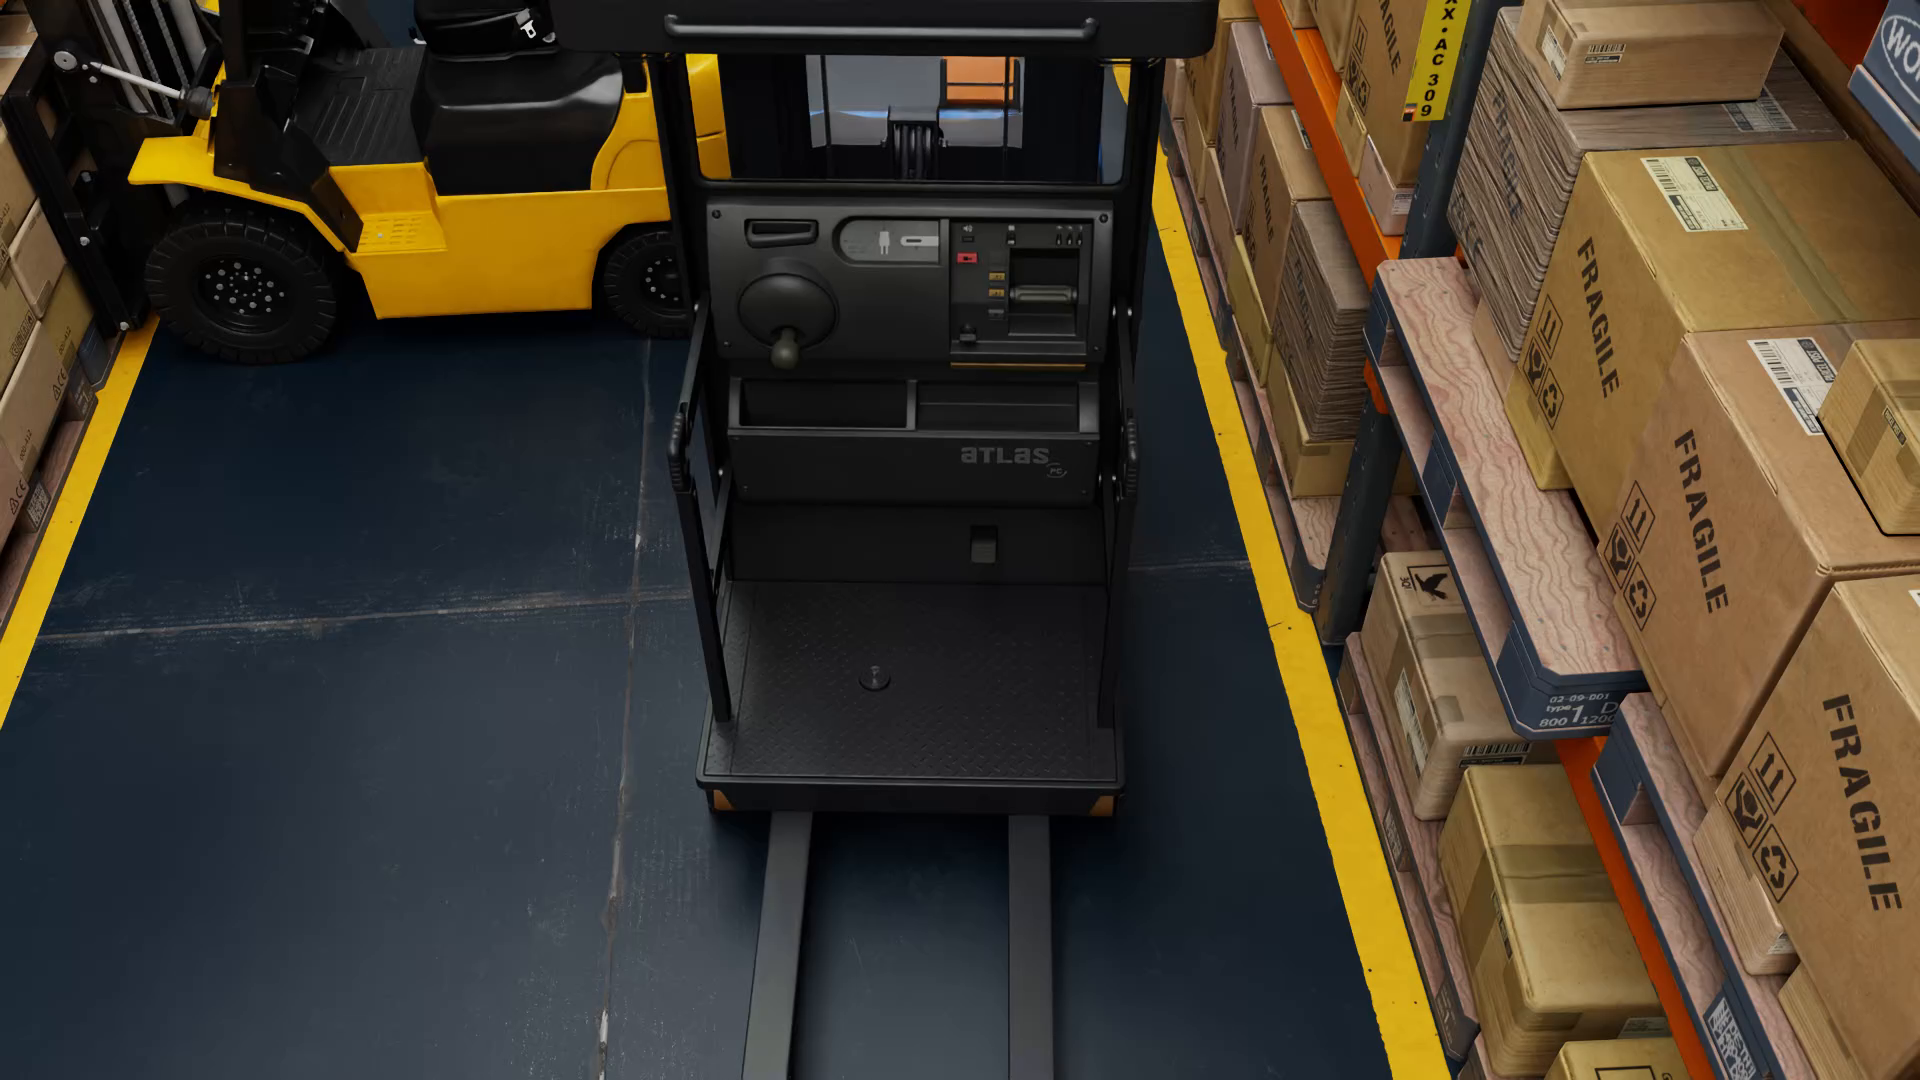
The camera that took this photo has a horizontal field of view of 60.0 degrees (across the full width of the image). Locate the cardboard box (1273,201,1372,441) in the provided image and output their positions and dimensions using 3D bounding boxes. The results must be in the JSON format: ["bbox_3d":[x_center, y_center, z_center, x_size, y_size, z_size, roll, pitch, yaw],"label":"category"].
[{"bbox_3d":[1.254,-0.655,4.892,0.500,0.500,0.500,-4,47,-4],"label":"cardboard box"}]

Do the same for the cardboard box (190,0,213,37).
[{"bbox_3d":[-3.356,-2.254,6.923,0.500,0.250,0.500,-3,47,-3],"label":"cardboard box"}]

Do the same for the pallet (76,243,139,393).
[{"bbox_3d":[-3.505,-0.985,6.038,1.003,0.211,1.213,-3,47,-3],"label":"pallet"}]

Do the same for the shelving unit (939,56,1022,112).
[{"bbox_3d":[0.065,-1.194,5.552,0.258,1.200,0.503,1,46,1],"label":"shelving unit"}]

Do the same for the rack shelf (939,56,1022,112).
[{"bbox_3d":[0.065,-1.466,5.269,0.258,0.148,0.480,1,46,1],"label":"rack shelf"}]

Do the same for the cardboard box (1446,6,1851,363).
[{"bbox_3d":[1.324,-0.710,3.294,0.500,0.500,0.500,-2,47,-2],"label":"cardboard box"}]

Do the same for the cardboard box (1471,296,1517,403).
[{"bbox_3d":[1.302,-0.425,3.470,0.380,0.149,0.250,-3,47,-3],"label":"cardboard box"}]

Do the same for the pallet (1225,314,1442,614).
[{"bbox_3d":[1.479,-0.311,5.399,1.003,0.211,1.213,-3,47,-3],"label":"pallet"}]

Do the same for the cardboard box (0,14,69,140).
[{"bbox_3d":[-3.225,-1.504,5.524,0.500,0.250,0.500,-4,47,-4],"label":"cardboard box"}]

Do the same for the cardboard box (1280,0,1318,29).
[{"bbox_3d":[1.152,-1.649,4.918,0.380,0.149,0.250,-4,47,-4],"label":"cardboard box"}]

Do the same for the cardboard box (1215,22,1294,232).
[{"bbox_3d":[1.165,-1.392,5.590,0.500,0.500,0.500,-1,47,-1],"label":"cardboard box"}]

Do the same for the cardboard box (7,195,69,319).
[{"bbox_3d":[-3.183,-0.950,5.344,0.500,0.250,0.500,-4,47,-4],"label":"cardboard box"}]

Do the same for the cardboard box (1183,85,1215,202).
[{"bbox_3d":[1.121,-1.515,6.223,0.500,0.250,0.500,-1,47,-1],"label":"cardboard box"}]

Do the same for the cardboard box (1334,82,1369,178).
[{"bbox_3d":[1.212,-1.094,4.393,0.380,0.149,0.250,-3,47,-2],"label":"cardboard box"}]

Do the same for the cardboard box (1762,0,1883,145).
[{"bbox_3d":[1.838,-0.747,3.328,0.500,0.500,0.500,-4,47,-4],"label":"cardboard box"}]

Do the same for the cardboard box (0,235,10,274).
[{"bbox_3d":[-3.136,-0.764,4.824,0.500,0.250,0.500,-3,47,-3],"label":"cardboard box"}]

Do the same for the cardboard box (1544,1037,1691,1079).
[{"bbox_3d":[1.740,1.375,3.402,0.950,0.372,0.625,-2,47,-2],"label":"cardboard box"}]

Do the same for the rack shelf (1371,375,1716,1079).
[{"bbox_3d":[1.738,0.908,2.819,1.077,0.370,4.000,-3,47,-3],"label":"rack shelf"}]

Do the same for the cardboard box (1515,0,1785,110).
[{"bbox_3d":[1.258,-0.928,3.054,0.380,0.149,0.250,-4,47,-3],"label":"cardboard box"}]

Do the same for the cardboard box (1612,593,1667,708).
[{"bbox_3d":[1.394,0.145,2.930,0.380,0.149,0.250,-3,47,-3],"label":"cardboard box"}]

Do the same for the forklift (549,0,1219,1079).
[{"bbox_3d":[-0.117,-0.493,3.698,1.130,2.935,3.031,1,47,1],"label":"forklift"}]

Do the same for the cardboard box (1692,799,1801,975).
[{"bbox_3d":[1.383,0.520,2.576,0.380,0.149,0.250,-2,47,-2],"label":"cardboard box"}]

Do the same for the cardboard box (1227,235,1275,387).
[{"bbox_3d":[1.199,-0.781,5.528,0.500,0.250,0.500,-5,47,-4],"label":"cardboard box"}]

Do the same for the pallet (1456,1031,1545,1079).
[{"bbox_3d":[1.742,1.621,3.570,1.003,0.211,1.213,-3,47,-3],"label":"pallet"}]

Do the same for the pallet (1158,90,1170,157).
[{"bbox_3d":[1.275,-2.076,7.071,1.003,0.211,1.213,-3,47,-3],"label":"pallet"}]

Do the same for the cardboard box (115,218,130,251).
[{"bbox_3d":[-3.225,-1.157,5.884,0.500,0.250,0.500,-2,47,-2],"label":"cardboard box"}]

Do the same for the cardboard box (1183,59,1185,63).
[{"bbox_3d":[1.078,-2.141,6.300,0.500,0.500,0.500,-5,47,-5],"label":"cardboard box"}]

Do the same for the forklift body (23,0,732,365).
[{"bbox_3d":[-1.734,-1.823,5.495,2.313,2.155,1.214,-3,47,-3],"label":"forklift body"}]

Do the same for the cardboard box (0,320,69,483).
[{"bbox_3d":[-3.144,-0.417,5.184,0.500,0.250,0.500,-4,47,-4],"label":"cardboard box"}]

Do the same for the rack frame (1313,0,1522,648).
[{"bbox_3d":[1.571,-0.786,3.928,1.000,3.000,0.127,-3,47,-3],"label":"rack frame"}]

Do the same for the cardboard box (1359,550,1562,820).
[{"bbox_3d":[1.617,0.352,4.371,0.950,0.372,0.625,-3,47,-3],"label":"cardboard box"}]

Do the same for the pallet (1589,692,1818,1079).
[{"bbox_3d":[1.699,0.744,2.611,1.003,0.211,1.213,-3,47,-3],"label":"pallet"}]

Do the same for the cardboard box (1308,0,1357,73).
[{"bbox_3d":[1.236,-1.601,4.427,0.500,0.500,0.500,-2,47,-2],"label":"cardboard box"}]

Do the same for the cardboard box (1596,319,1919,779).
[{"bbox_3d":[1.394,0.010,2.611,0.500,0.500,0.500,-4,47,-4],"label":"cardboard box"}]
